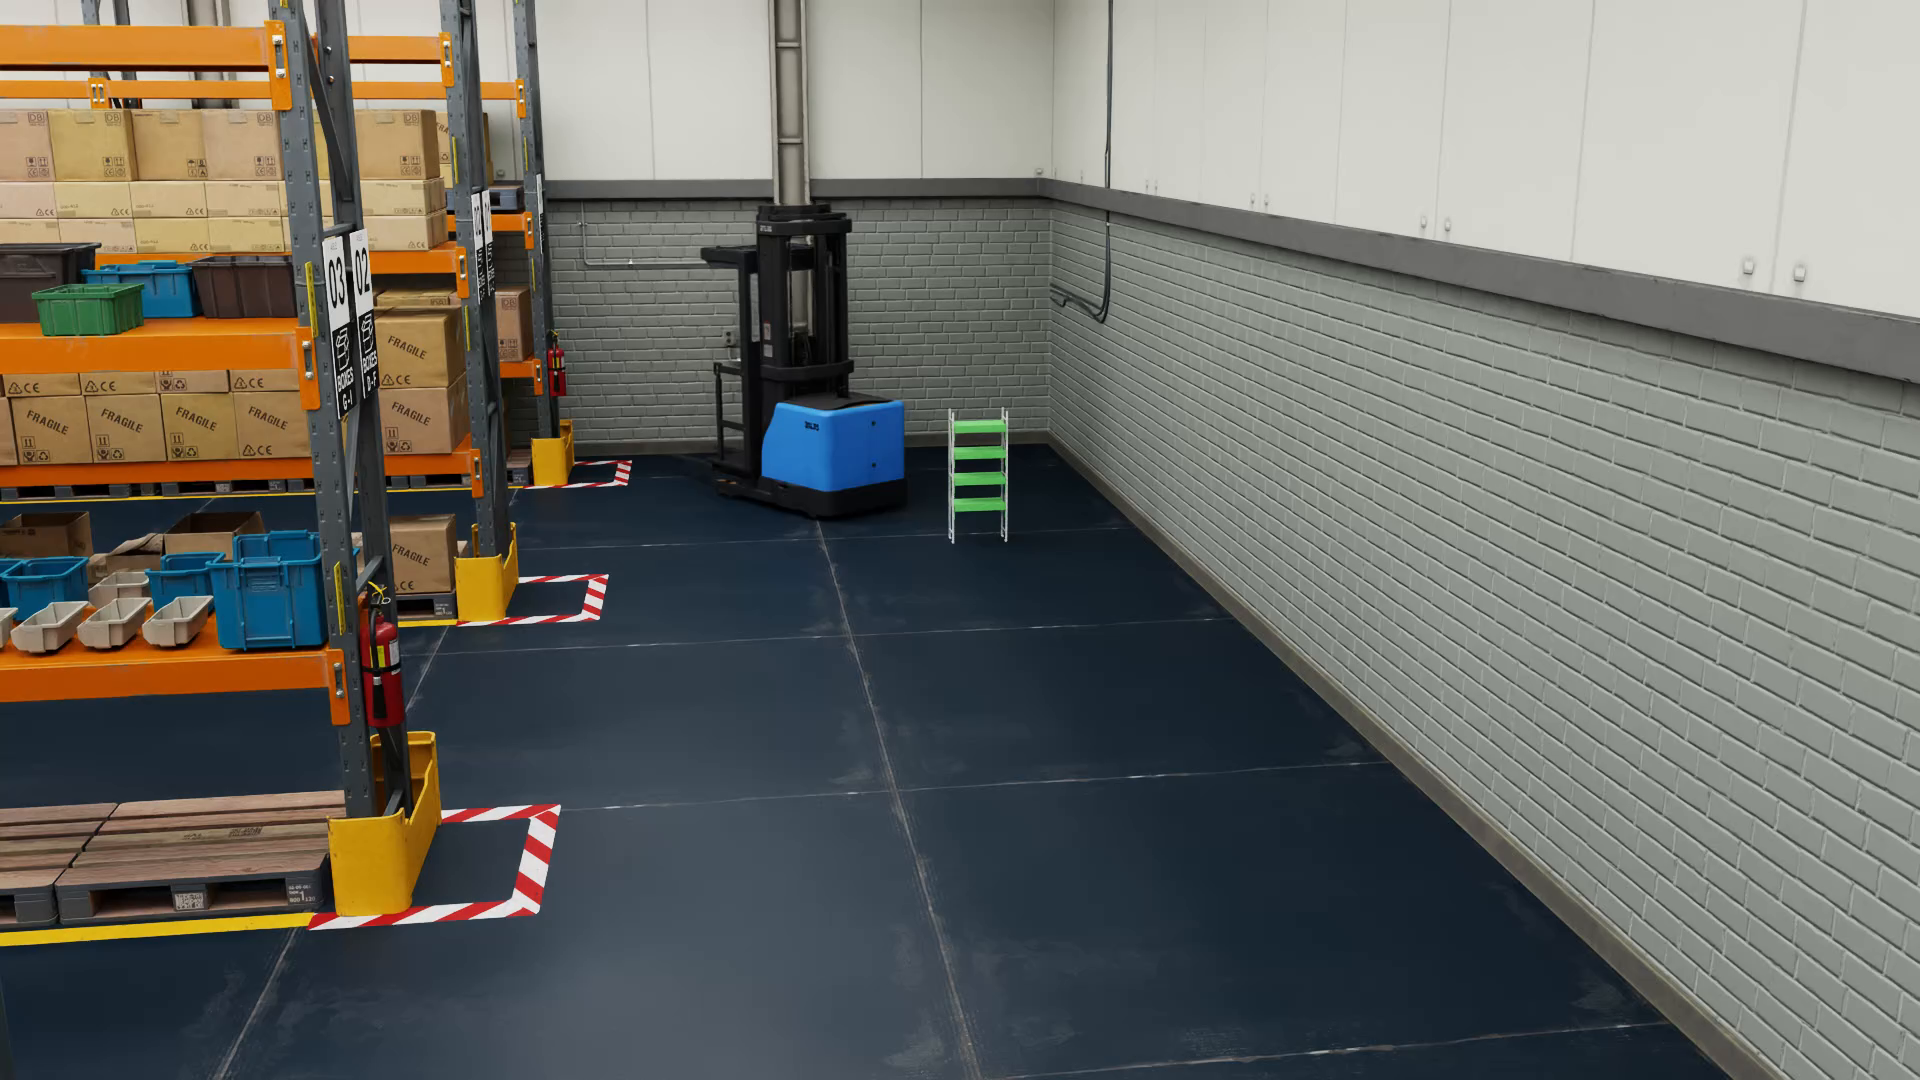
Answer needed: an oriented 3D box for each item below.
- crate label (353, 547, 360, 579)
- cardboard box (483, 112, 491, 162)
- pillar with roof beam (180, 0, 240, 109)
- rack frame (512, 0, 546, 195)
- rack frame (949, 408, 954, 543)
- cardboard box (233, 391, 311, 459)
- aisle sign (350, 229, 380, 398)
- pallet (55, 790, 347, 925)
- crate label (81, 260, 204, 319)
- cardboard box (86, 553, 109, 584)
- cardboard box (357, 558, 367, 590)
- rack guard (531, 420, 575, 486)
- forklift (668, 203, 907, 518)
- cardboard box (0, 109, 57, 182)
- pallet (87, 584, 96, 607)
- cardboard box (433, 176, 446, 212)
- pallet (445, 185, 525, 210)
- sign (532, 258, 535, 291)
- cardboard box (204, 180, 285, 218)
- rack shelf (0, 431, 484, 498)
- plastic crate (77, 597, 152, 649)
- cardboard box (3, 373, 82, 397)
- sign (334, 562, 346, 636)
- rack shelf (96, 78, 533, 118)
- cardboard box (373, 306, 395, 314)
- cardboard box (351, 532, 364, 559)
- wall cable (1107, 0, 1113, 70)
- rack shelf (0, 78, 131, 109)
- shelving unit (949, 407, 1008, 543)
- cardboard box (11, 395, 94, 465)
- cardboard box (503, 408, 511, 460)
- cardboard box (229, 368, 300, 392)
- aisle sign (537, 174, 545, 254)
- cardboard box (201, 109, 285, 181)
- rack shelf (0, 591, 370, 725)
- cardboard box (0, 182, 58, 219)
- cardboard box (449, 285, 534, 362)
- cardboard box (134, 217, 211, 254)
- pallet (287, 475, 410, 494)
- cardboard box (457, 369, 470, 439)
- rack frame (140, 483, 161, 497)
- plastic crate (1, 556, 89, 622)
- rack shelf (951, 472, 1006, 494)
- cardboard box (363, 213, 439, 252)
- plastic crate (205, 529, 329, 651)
[{"bbox_3d":[-3.241,0.199,8.482,0.303,0.233,0.416,-2,14,-8],"label":"crate label"},{"bbox_3d":[-5.181,-4.196,17.316,0.500,0.500,0.500,-3,14,-10],"label":"cardboard box"},{"bbox_3d":[-7.174,-4.129,13.185,0.400,9.000,9.100,-2,14,-8],"label":"pillar with roof beam"},{"bbox_3d":[-4.424,-5.076,16.962,0.127,3.000,1.000,-2,14,-8],"label":"rack frame"},{"bbox_3d":[-0.078,-0.579,15.065,0.015,1.200,0.240,-2,14,-8],"label":"rack frame"},{"bbox_3d":[-5.091,-0.905,12.457,0.500,0.500,0.500,-2,14,-8],"label":"cardboard box"},{"bbox_3d":[-2.921,-1.118,8.168,0.004,0.787,0.394,-2,14,-8],"label":"aisle sign"},{"bbox_3d":[-3.769,1.590,8.446,1.213,0.211,1.003,-2,14,-8],"label":"pallet"},{"bbox_3d":[-3.908,-1.210,8.019,0.502,0.251,0.408,-2,14,-8],"label":"crate label"},{"bbox_3d":[-6.754,0.223,13.122,0.250,0.149,0.380,-2,14,-8],"label":"cardboard box"},{"bbox_3d":[-4.597,0.259,12.945,0.250,0.166,0.380,-2,14,-8],"label":"cardboard box"},{"bbox_3d":[-4.400,-0.954,17.999,0.348,0.500,1.175,-2,14,-8],"label":"rack guard"},{"bbox_3d":[-1.896,-1.921,16.858,1.130,2.935,3.031,-13,19,-41],"label":"forklift"},{"bbox_3d":[-6.647,-2.829,11.907,0.500,0.500,0.700,-2,14,-8],"label":"cardboard box"},{"bbox_3d":[-6.958,0.499,12.800,1.213,0.211,1.003,-2,14,-8],"label":"pallet"},{"bbox_3d":[-4.229,-2.643,12.709,0.500,0.250,0.500,-2,14,-8],"label":"cardboard box"},{"bbox_3d":[-5.156,-3.548,17.220,1.213,0.211,1.003,-2,14,-8],"label":"pallet"},{"bbox_3d":[-4.356,-2.711,16.999,0.005,0.325,0.100,-2,14,-8],"label":"sign"},{"bbox_3d":[-5.141,-2.484,12.073,0.500,0.250,0.500,-2,14,-8],"label":"cardboard box"},{"bbox_3d":[-5.660,-0.553,12.739,4.000,0.370,1.077,-2,14,-8],"label":"rack shelf"},{"bbox_3d":[-4.016,0.396,7.894,0.243,0.136,0.396,-2,14,-8],"label":"plastic crate"},{"bbox_3d":[-6.619,-1.331,12.102,0.500,0.500,0.500,-3,14,-10],"label":"cardboard box"},{"bbox_3d":[-2.850,0.270,7.644,0.005,0.325,0.100,-2,14,-8],"label":"sign"},{"bbox_3d":[-6.401,-4.460,16.809,4.000,0.370,1.077,-2,14,-8],"label":"rack shelf"},{"bbox_3d":[-4.676,-1.534,12.913,0.500,0.500,0.500,-2,14,-8],"label":"cardboard box"},{"bbox_3d":[-4.756,0.116,13.343,0.500,0.250,0.500,-2,14,-8],"label":"cardboard box"},{"bbox_3d":[1.626,-5.487,14.605,0.112,2.526,3.097,-2,14,-8],"label":"wall cable"},{"bbox_3d":[-10.357,-4.315,16.231,4.000,0.370,1.077,-2,14,-8],"label":"rack shelf"},{"bbox_3d":[0.164,-0.588,15.100,0.503,1.200,0.258,-2,14,-8],"label":"shelving unit"},{"bbox_3d":[-6.587,-0.850,12.240,0.500,0.500,0.500,-2,14,-7],"label":"cardboard box"},{"bbox_3d":[-5.101,-1.108,17.747,0.500,0.500,0.700,-2,14,-8],"label":"cardboard box"},{"bbox_3d":[-5.092,-1.387,12.326,0.500,0.500,0.500,-2,14,-7],"label":"cardboard box"},{"bbox_3d":[-4.308,-3.357,17.098,0.004,0.787,0.394,-2,14,-8],"label":"aisle sign"},{"bbox_3d":[-5.173,-2.899,12.186,0.500,0.500,0.700,-2,14,-8],"label":"cardboard box"},{"bbox_3d":[-4.925,0.639,7.988,4.000,0.370,1.077,-2,14,-8],"label":"rack shelf"},{"bbox_3d":[-6.625,-2.431,11.861,0.500,0.250,0.500,-2,14,-8],"label":"cardboard box"},{"bbox_3d":[-4.926,-2.290,17.572,0.700,0.700,0.980,-1,14,-6],"label":"cardboard box"},{"bbox_3d":[-5.636,-2.224,12.064,0.500,0.250,0.500,-2,14,-8],"label":"cardboard box"},{"bbox_3d":[-6.406,-0.722,17.667,1.213,0.211,1.003,-2,14,-8],"label":"pallet"},{"bbox_3d":[-4.160,-1.070,13.117,0.500,0.500,0.500,-2,14,-7],"label":"cardboard box"},{"bbox_3d":[-8.379,-2.021,17.113,0.127,3.000,1.000,-2,14,-8],"label":"rack frame"},{"bbox_3d":[-4.543,0.247,8.292,0.300,0.233,0.416,-2,14,-8],"label":"plastic crate"},{"bbox_3d":[0.164,-0.526,15.115,0.480,0.148,0.258,-2,14,-8],"label":"rack shelf"},{"bbox_3d":[-4.151,-2.275,12.267,0.500,0.250,0.500,-2,14,-8],"label":"cardboard box"},{"bbox_3d":[-3.251,0.228,7.950,0.499,0.435,0.616,-2,14,-8],"label":"plastic crate"}]
